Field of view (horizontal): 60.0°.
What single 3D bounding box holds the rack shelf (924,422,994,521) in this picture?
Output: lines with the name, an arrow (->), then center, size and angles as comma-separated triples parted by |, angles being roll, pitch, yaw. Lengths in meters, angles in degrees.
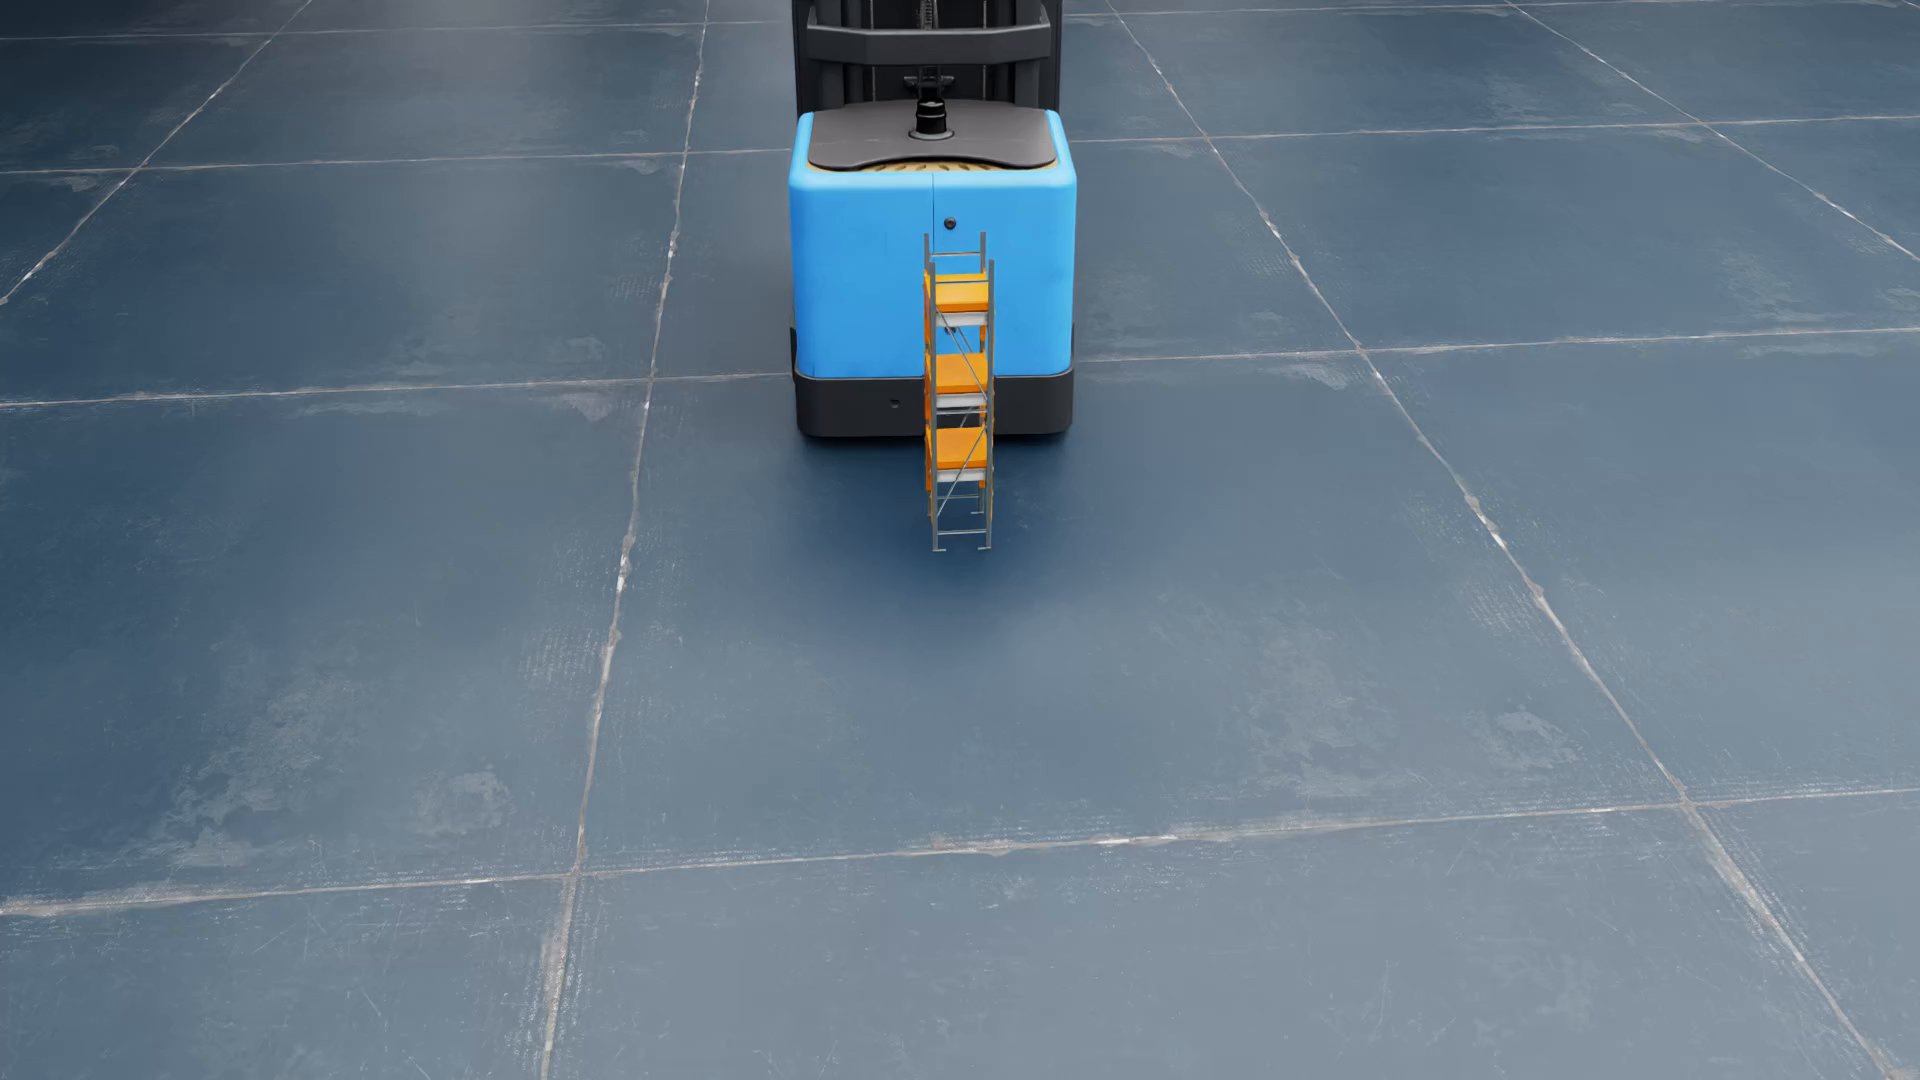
rack shelf -> -0.005, -0.230, 5.674 | 0.215, 0.259, 0.240 | -3, 31, -5

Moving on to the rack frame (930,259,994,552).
rack frame -> 0.006, -0.416, 5.422 | 0.200, 1.050, 0.008 | -3, 31, -5

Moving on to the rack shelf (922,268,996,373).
rack shelf -> -0.005, -0.713, 5.386 | 0.215, 0.259, 0.240 | -3, 31, -5

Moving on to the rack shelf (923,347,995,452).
rack shelf -> -0.005, -0.469, 5.532 | 0.215, 0.259, 0.240 | -3, 31, -5

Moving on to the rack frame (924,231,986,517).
rack frame -> -0.016, -0.540, 5.631 | 0.200, 1.050, 0.008 | -3, 31, -5

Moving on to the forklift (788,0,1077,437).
forklift -> -0.140, -2.366, 6.852 | 1.130, 2.935, 3.031 | -1, 31, -2

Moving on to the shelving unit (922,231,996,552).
shelving unit -> -0.005, -0.478, 5.527 | 0.215, 1.050, 0.252 | -3, 31, -5
